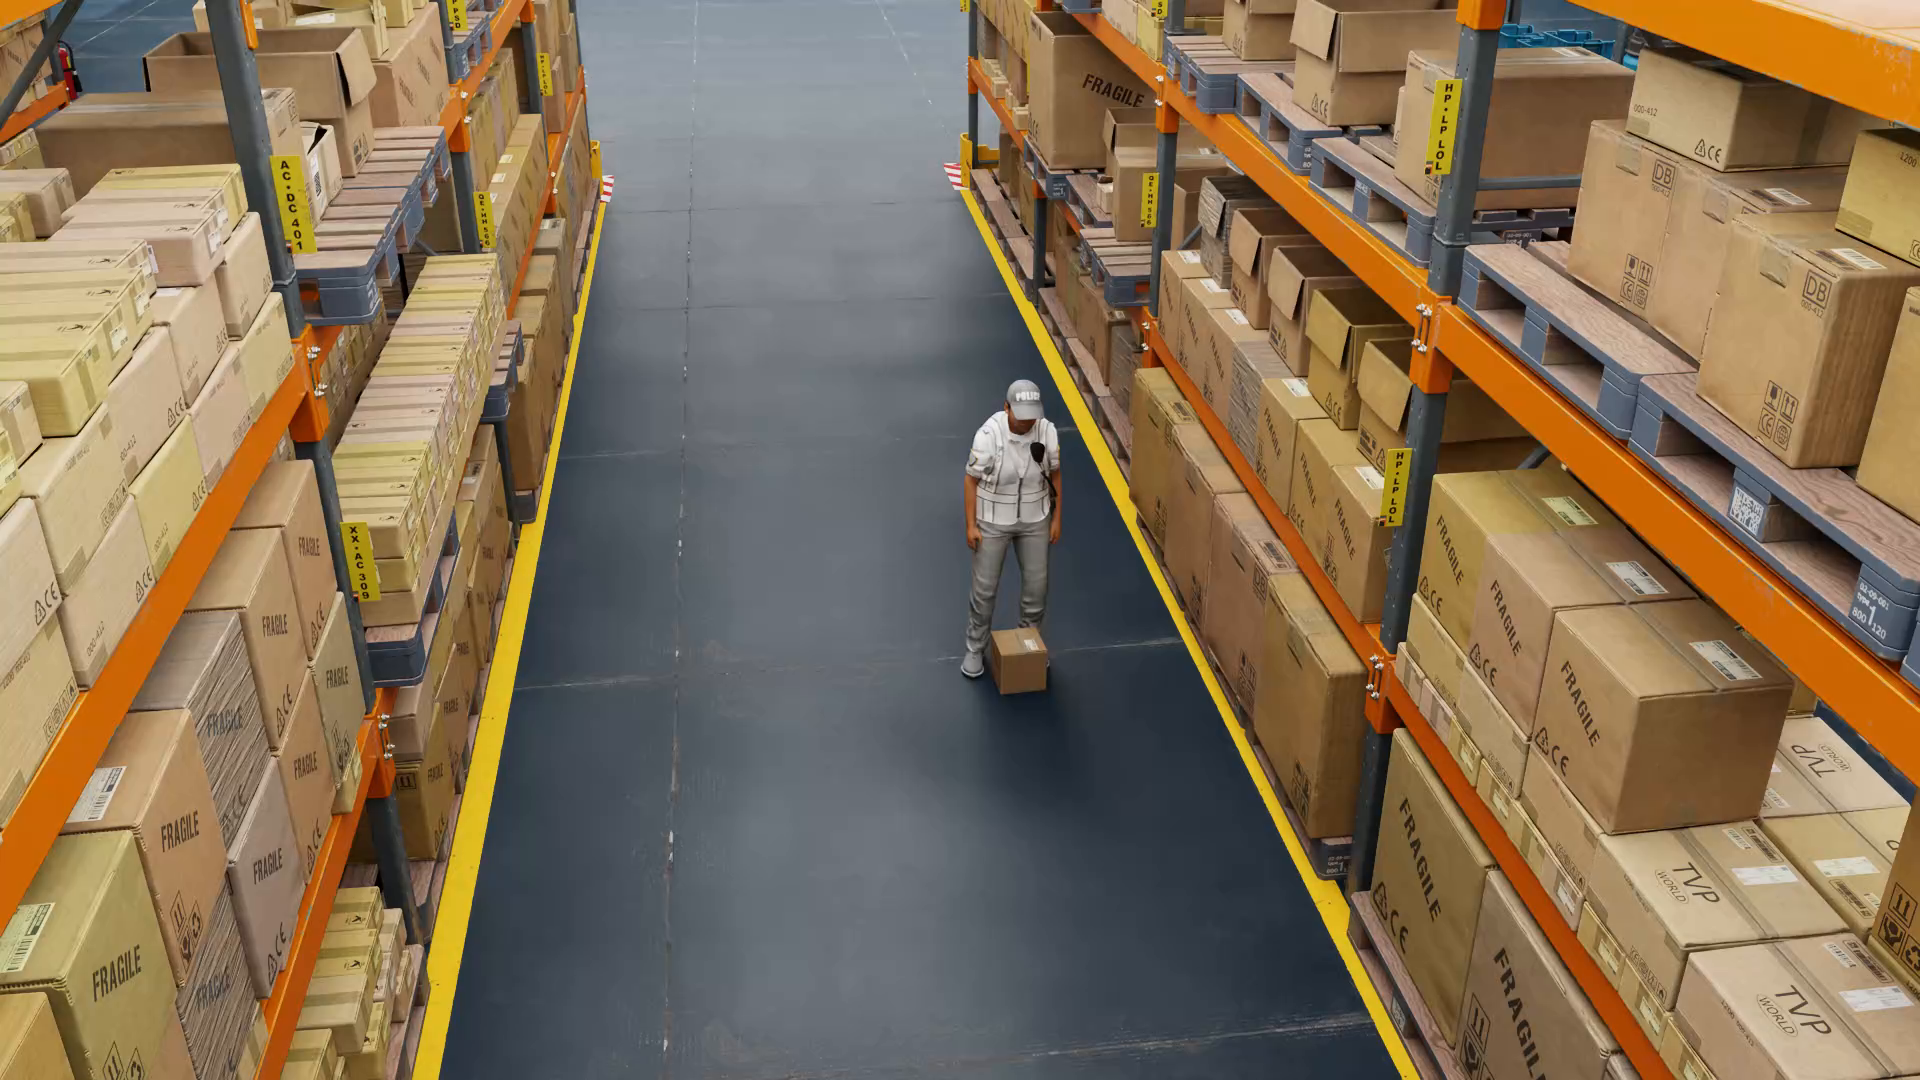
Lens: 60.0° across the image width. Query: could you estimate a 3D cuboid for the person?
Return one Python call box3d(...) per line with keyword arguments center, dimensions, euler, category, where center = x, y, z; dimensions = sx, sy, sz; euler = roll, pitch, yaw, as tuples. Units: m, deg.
box3d(center=(0.271, -0.080, 8.767), dimensions=(0.565, 1.665, 0.470), euler=(-5, 28, -10), category="person")
